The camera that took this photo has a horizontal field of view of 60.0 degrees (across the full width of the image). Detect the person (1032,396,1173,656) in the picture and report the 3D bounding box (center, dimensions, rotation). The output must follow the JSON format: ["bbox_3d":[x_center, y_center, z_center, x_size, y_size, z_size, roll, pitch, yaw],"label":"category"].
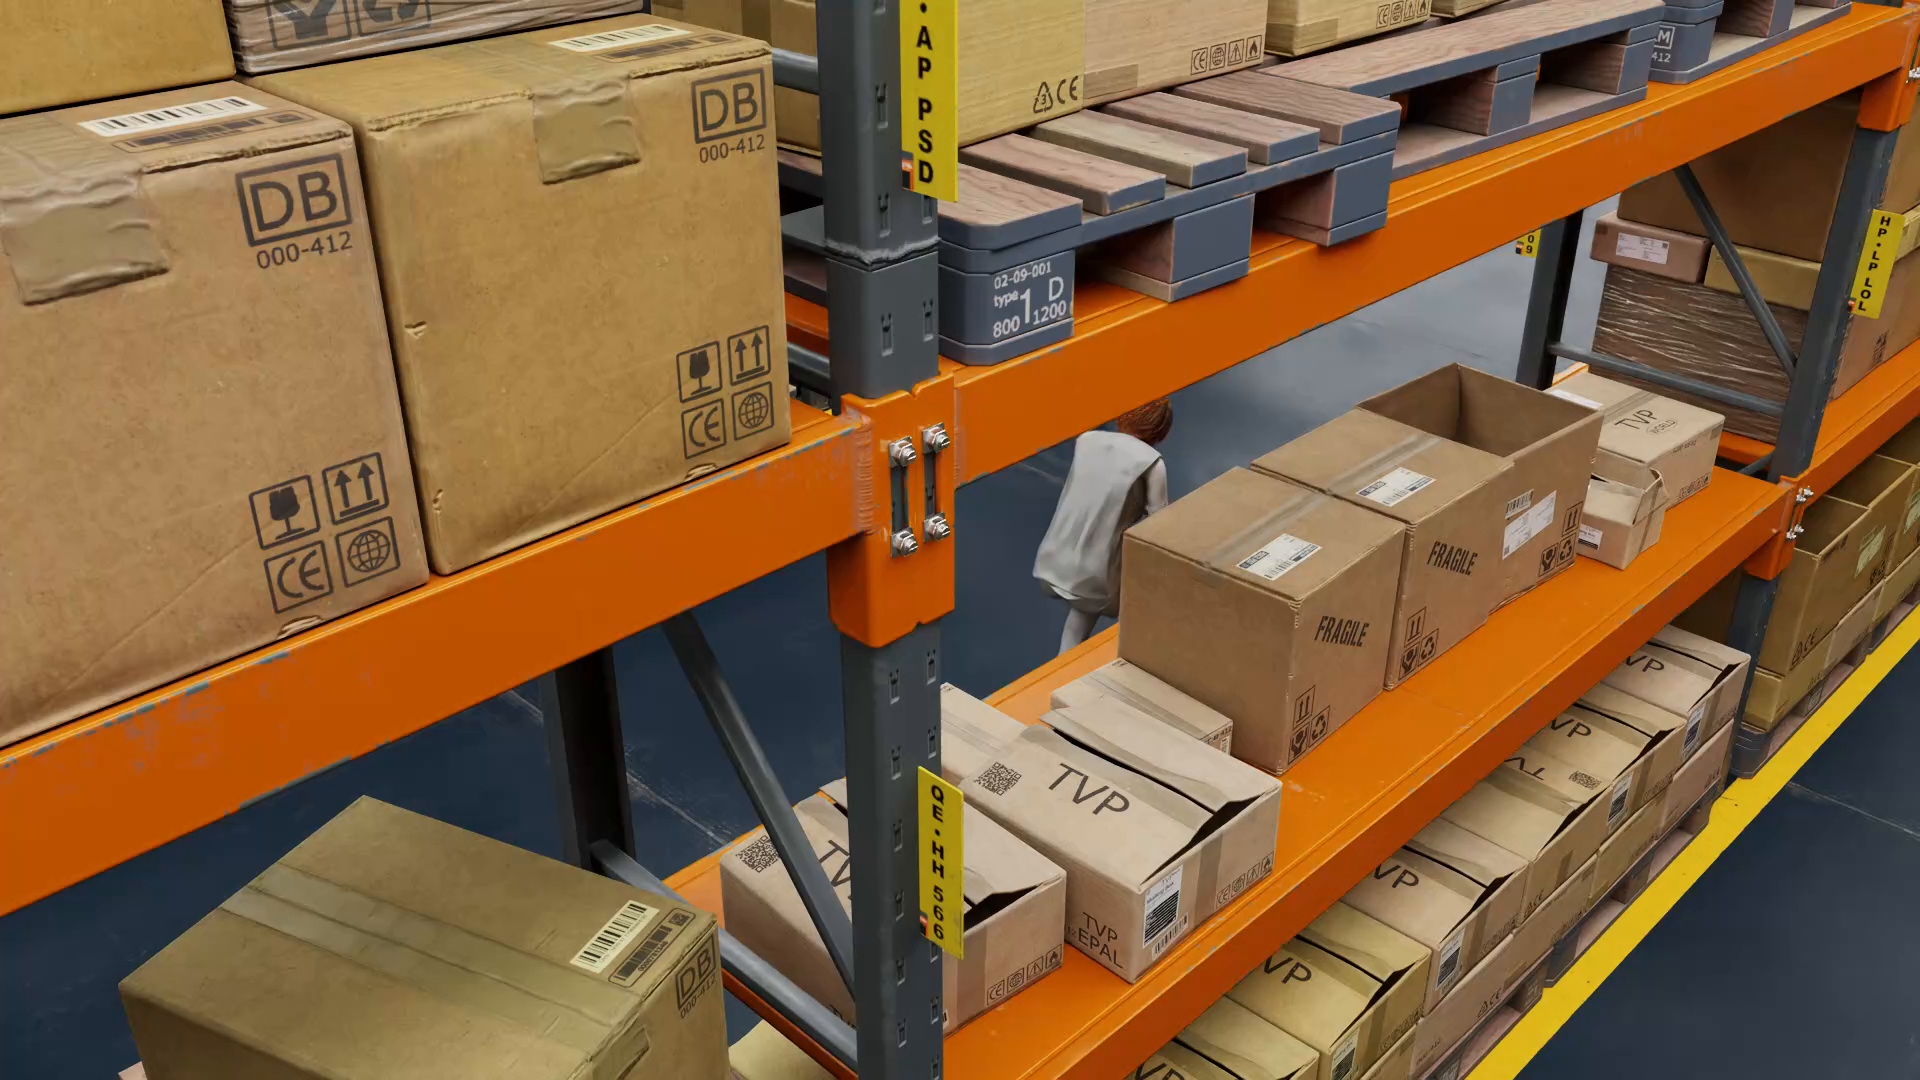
[{"bbox_3d":[0.544,0.085,6.327,0.673,1.270,0.463,-25,37,-38],"label":"person"}]
